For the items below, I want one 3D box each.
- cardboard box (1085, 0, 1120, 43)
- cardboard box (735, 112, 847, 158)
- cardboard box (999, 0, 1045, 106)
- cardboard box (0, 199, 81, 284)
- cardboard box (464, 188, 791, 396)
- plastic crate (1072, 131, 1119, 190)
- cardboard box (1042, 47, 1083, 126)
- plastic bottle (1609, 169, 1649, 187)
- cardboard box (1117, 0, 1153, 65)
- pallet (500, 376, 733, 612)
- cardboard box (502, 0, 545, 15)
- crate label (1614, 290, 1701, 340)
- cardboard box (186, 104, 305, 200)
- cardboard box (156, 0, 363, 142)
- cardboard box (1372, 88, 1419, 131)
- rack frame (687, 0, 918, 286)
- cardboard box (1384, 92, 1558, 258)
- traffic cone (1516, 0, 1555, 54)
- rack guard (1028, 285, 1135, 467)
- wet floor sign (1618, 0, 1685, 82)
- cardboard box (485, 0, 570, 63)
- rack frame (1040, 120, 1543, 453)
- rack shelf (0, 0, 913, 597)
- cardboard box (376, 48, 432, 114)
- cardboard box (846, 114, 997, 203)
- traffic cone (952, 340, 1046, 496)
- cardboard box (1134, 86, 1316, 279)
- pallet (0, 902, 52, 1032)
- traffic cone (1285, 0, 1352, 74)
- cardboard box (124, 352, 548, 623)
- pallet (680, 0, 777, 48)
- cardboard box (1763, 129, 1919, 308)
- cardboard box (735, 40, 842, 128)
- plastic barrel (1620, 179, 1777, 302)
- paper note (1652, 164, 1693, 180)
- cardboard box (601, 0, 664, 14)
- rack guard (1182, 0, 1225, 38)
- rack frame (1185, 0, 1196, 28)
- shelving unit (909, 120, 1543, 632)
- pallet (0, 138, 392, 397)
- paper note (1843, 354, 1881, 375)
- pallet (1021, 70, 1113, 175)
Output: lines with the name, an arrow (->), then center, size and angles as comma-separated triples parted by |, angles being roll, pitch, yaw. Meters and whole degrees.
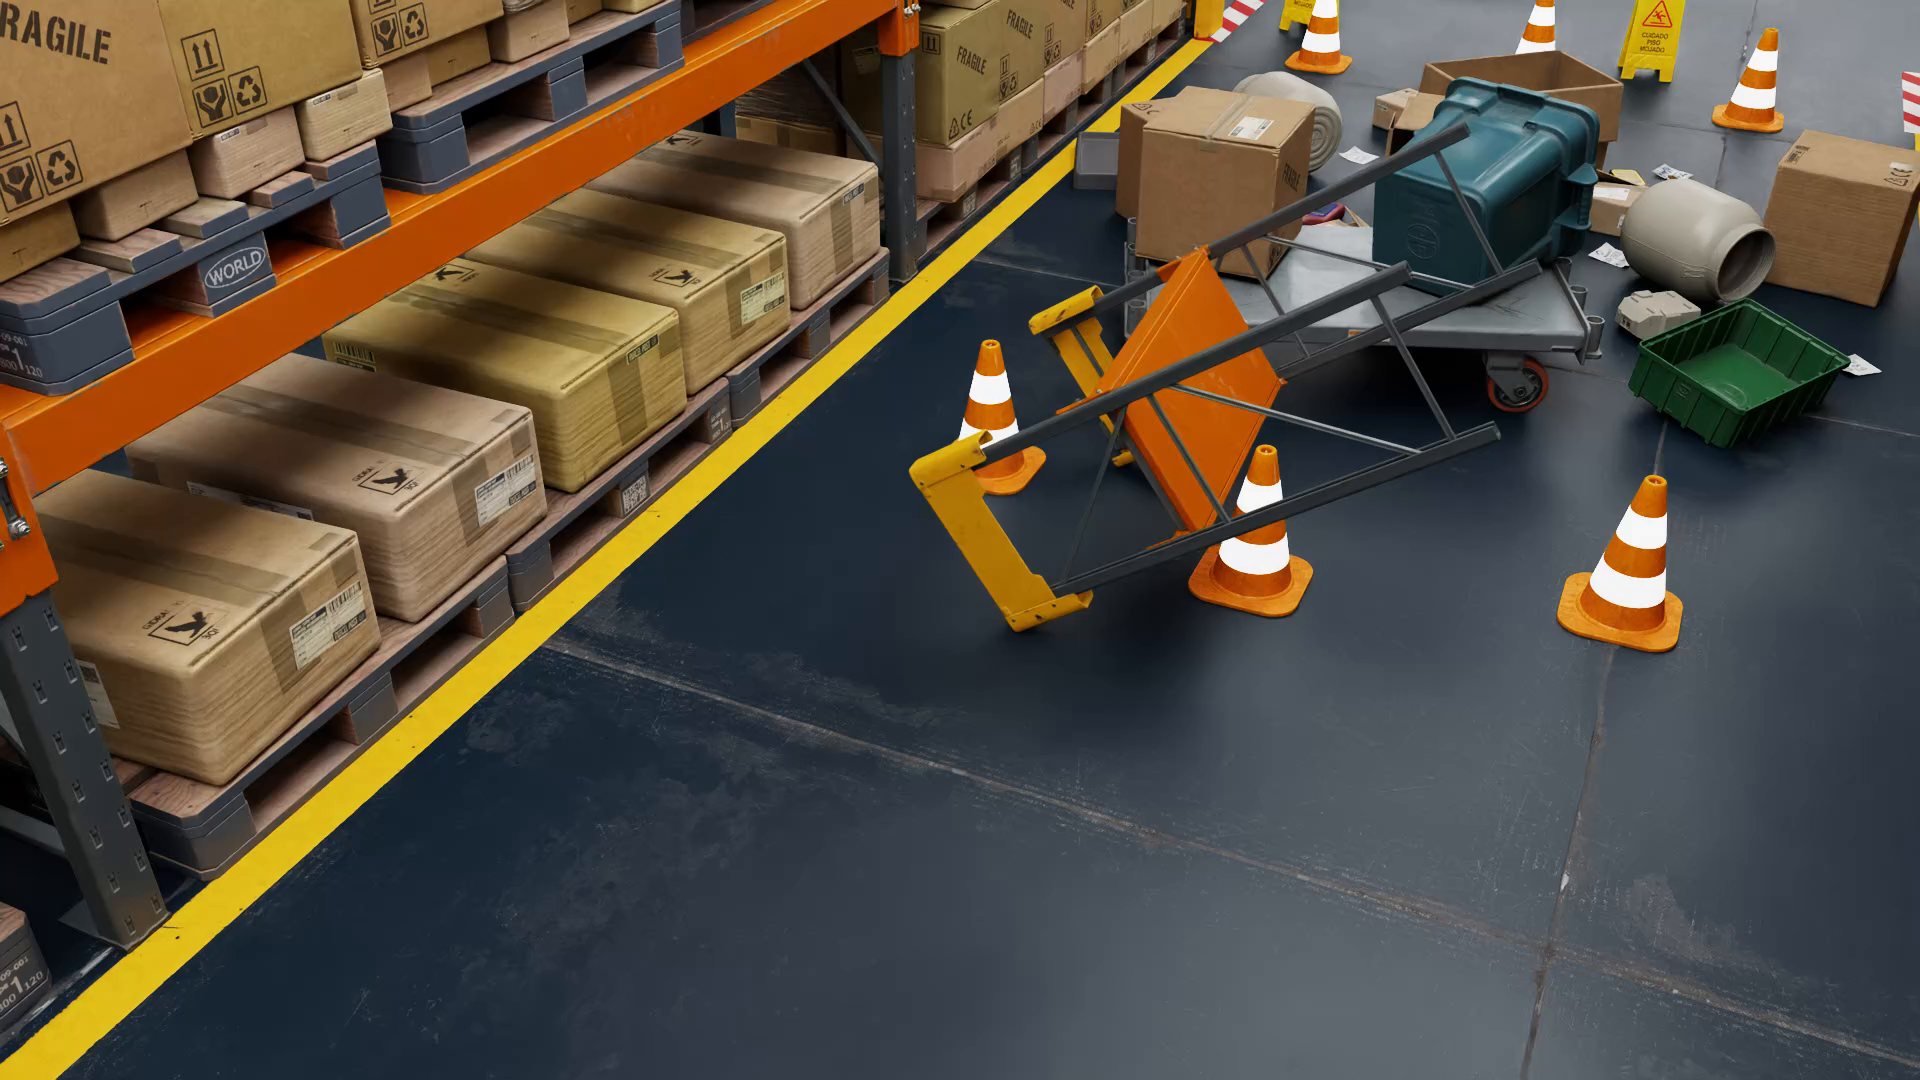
cardboard box -> 0.488, -2.807, 8.236 | 0.500, 0.500, 0.500 | 13, 36, 19
cardboard box -> -0.652, -1.827, 7.425 | 0.500, 0.250, 0.500 | 16, 36, 23
cardboard box -> 0.051, -2.285, 7.440 | 0.500, 0.500, 0.500 | 16, 36, 22
cardboard box -> -2.023, -0.642, 3.340 | 0.380, 0.149, 0.250 | 12, 35, 18
cardboard box -> -1.170, -0.901, 5.902 | 0.950, 0.372, 0.625 | 16, 37, 23
plastic crate -> 0.747, -1.818, 7.949 | 0.402, 0.080, 0.583 | 3, 33, 4
cardboard box -> 0.270, -2.236, 8.049 | 0.500, 0.250, 0.500 | 14, 36, 20
plastic bottle -> 3.099, -1.636, 7.690 | 0.133, 0.061, 0.283 | 3, 33, 4
cardboard box -> 0.701, -2.742, 8.821 | 0.500, 0.250, 0.500 | 14, 36, 21
pallet -> -1.488, -0.281, 5.486 | 1.003, 0.211, 1.213 | 14, 36, 20
cardboard box -> -1.286, -1.740, 4.422 | 0.500, 0.500, 0.500 | 13, 35, 19
crate label -> 2.708, -0.863, 6.441 | 0.298, 0.136, 0.250 | -9, 34, -13
cardboard box -> -1.718, -0.901, 3.735 | 0.380, 0.149, 0.250 | 12, 35, 17
cardboard box -> -1.718, -1.227, 3.640 | 0.500, 0.500, 0.500 | 16, 37, 23
cardboard box -> 2.305, -2.129, 8.361 | 0.250, 0.149, 0.380 | -21, 39, -29
rack frame -> -0.655, -2.445, 6.243 | 1.000, 3.000, 0.127 | 14, 36, 20
cardboard box -> 2.200, -1.526, 6.995 | 0.797, 0.637, 0.503 | 14, 36, 20
traffic cone -> 3.161, -2.781, 9.069 | 0.336, 0.463, 0.334 | 14, 36, 20
rack guard -> 0.486, -0.532, 5.478 | 0.250, 0.587, 0.087 | -22, 20, 35
wet floor sign -> 3.771, -2.836, 8.986 | 0.267, 0.644, 0.232 | 8, 34, 12
cardboard box -> -1.303, -1.436, 4.551 | 0.380, 0.149, 0.250 | 15, 36, 22
rack frame -> 0.969, -0.736, 5.137 | 1.500, 0.500, 0.032 | -22, 20, 35
rack shelf -> -1.492, -1.148, 4.921 | 1.077, 0.370, 4.000 | 14, 36, 20
cardboard box -> -1.554, -1.171, 4.147 | 0.380, 0.149, 0.250 | 16, 37, 23
cardboard box -> -0.163, -1.702, 7.235 | 0.500, 0.250, 0.500 | 13, 35, 18
traffic cone -> 0.098, -0.445, 5.507 | 0.336, 0.463, 0.334 | 14, 36, 20
cardboard box -> 0.974, -1.323, 6.121 | 0.500, 0.500, 0.500 | 14, 36, 20
pallet -> -2.727, 1.089, 3.397 | 1.003, 0.211, 1.213 | 14, 36, 20
traffic cone -> 2.010, -2.866, 9.199 | 0.336, 0.463, 0.334 | 14, 36, 20
cardboard box -> -1.781, -0.178, 4.799 | 0.950, 0.372, 0.625 | 13, 36, 20
pallet -> -1.107, -2.017, 5.766 | 1.003, 0.211, 1.213 | 14, 36, 20
cardboard box -> 3.601, -1.324, 6.811 | 0.500, 0.500, 0.500 | 21, 39, 28
cardboard box -> -0.651, -2.140, 7.219 | 0.500, 0.500, 0.500 | 14, 36, 20
plastic barrel -> 2.965, -1.199, 6.692 | 0.421, 0.421, 0.512 | -15, 36, -21
paper note -> 3.376, -1.739, 7.875 | 0.144, 0.017, 0.142 | 29, 43, 36
cardboard box -> -1.059, -1.691, 4.939 | 0.380, 0.149, 0.250 | 14, 36, 20
rack guard -> 0.987, -3.354, 9.909 | 1.175, 0.500, 0.348 | 14, 36, 20
rack frame -> 1.019, -4.437, 9.281 | 1.000, 3.000, 0.127 | 14, 36, 20
shelving unit -> 0.778, -0.469, 4.737 | 1.500, 0.587, 1.083 | -22, 20, 35
pallet -> -2.127, -0.752, 3.836 | 1.213, 0.211, 1.003 | 14, 36, 20
paper note -> 3.342, -0.661, 6.229 | 0.147, 0.020, 0.142 | -9, 34, -13
pallet -> 0.103, -2.231, 8.460 | 1.003, 0.211, 1.213 | 14, 36, 20
